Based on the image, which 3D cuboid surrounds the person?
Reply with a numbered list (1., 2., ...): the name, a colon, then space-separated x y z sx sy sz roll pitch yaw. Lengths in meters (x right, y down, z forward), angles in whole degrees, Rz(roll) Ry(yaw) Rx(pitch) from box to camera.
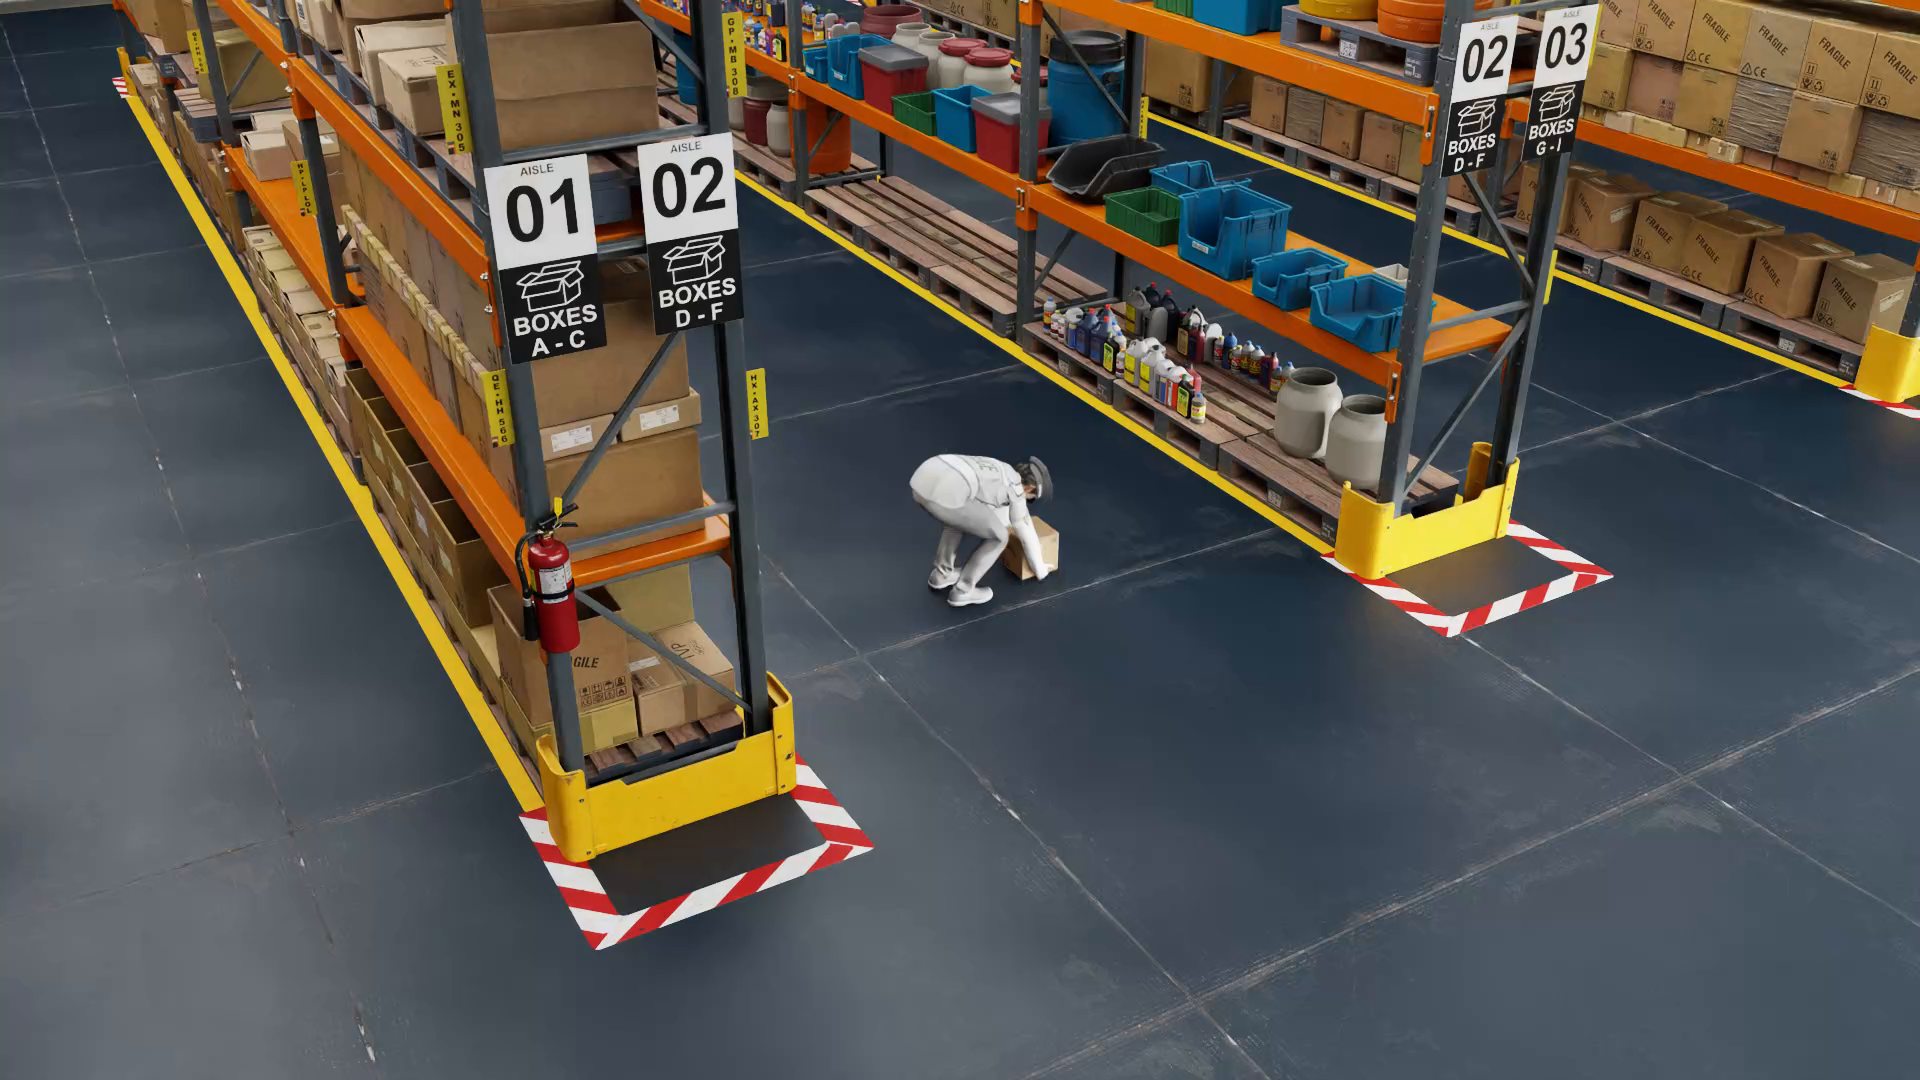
1. person: 0.132 -0.120 9.580 0.880 0.875 0.464 -18 34 -28
